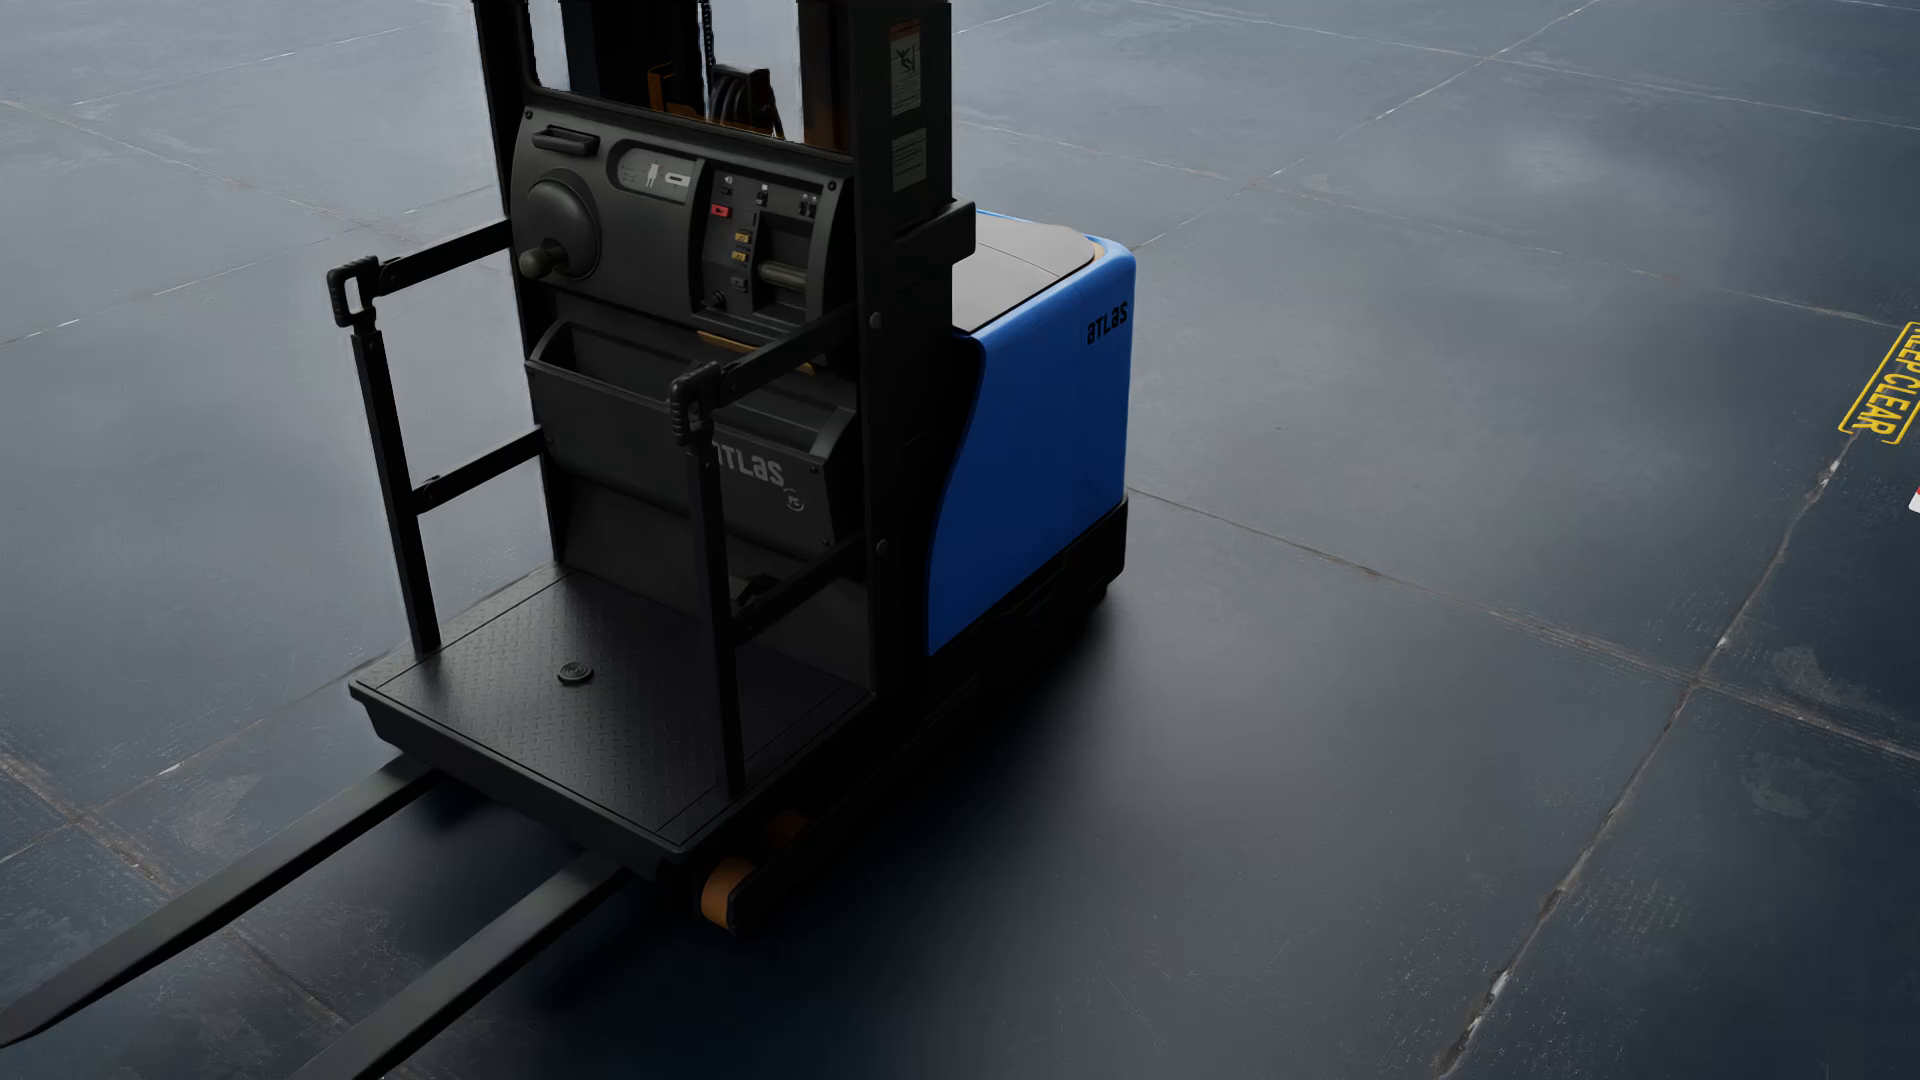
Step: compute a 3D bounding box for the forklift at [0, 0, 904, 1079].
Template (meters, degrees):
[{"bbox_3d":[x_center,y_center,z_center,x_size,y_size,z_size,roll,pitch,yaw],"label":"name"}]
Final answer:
[{"bbox_3d":[-0.763,-0.659,3.487,1.110,2.935,3.031,19,36,29],"label":"forklift"}]
